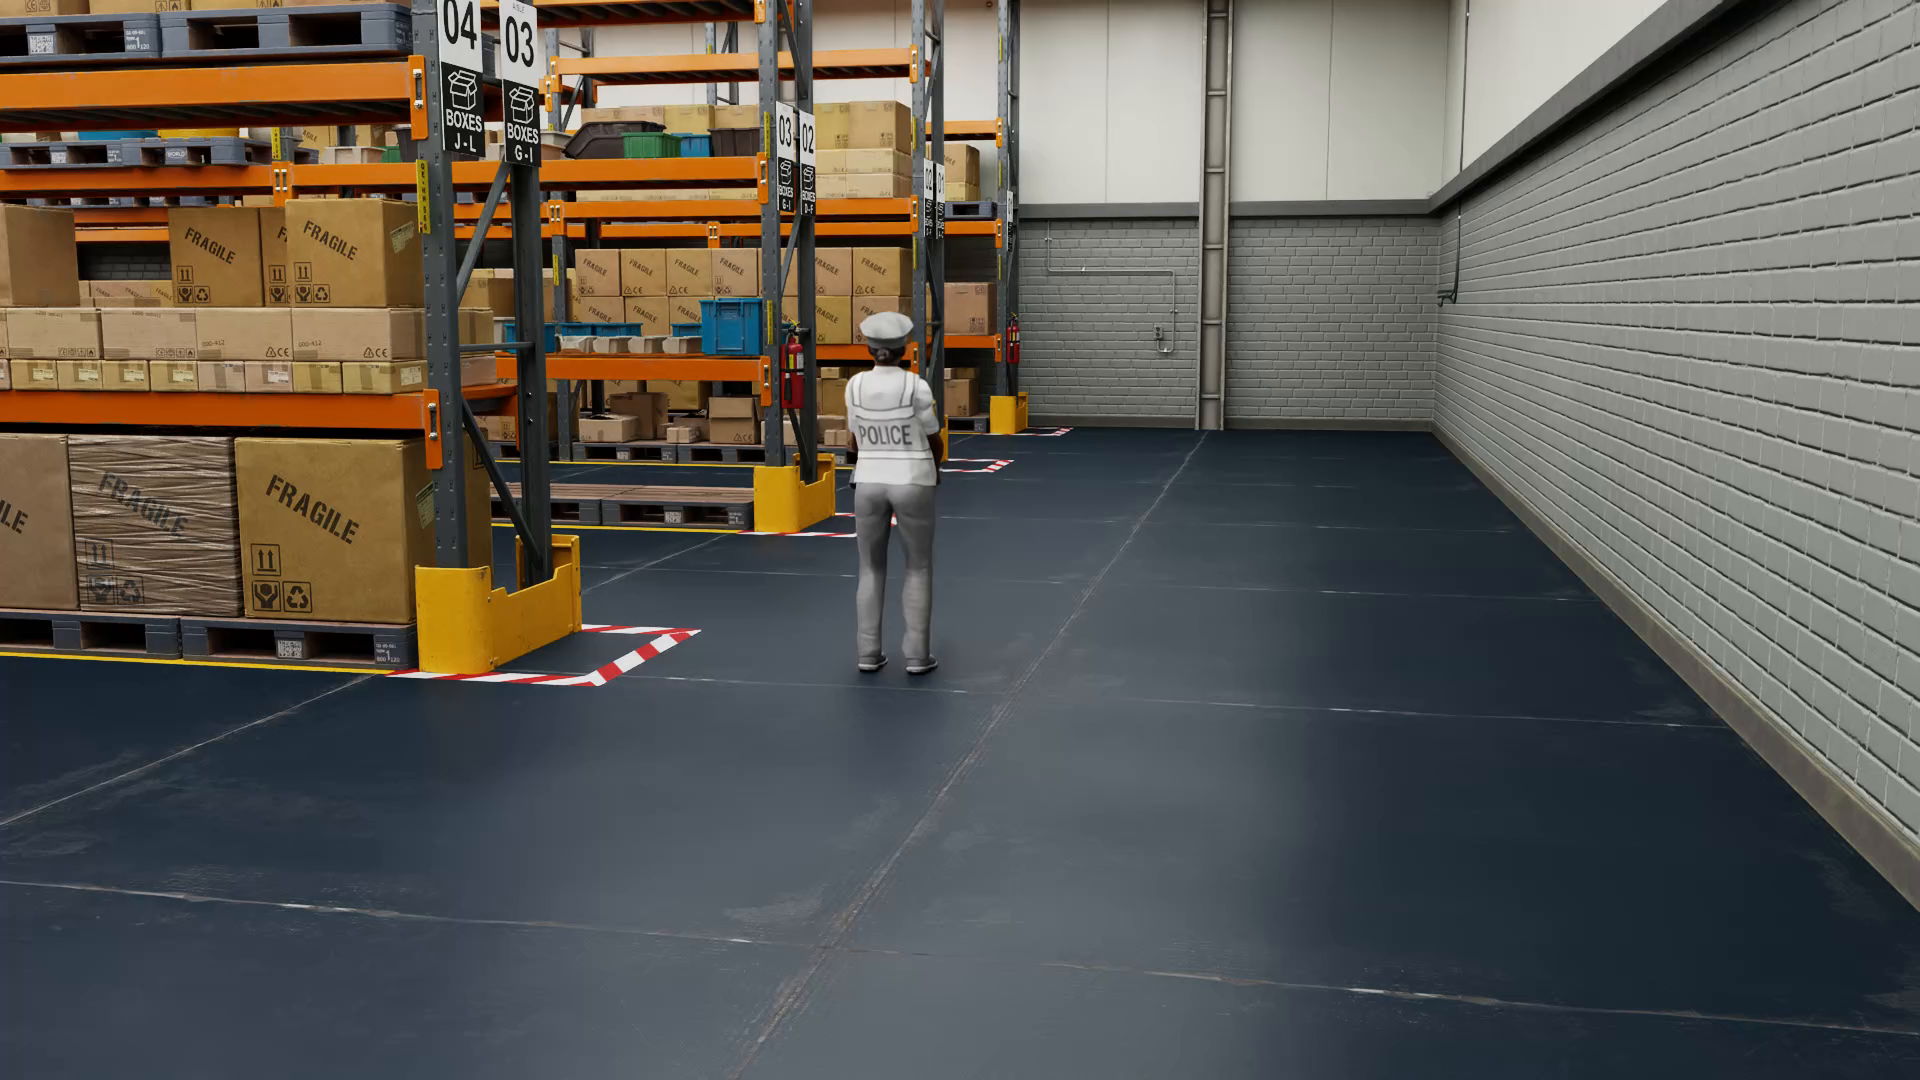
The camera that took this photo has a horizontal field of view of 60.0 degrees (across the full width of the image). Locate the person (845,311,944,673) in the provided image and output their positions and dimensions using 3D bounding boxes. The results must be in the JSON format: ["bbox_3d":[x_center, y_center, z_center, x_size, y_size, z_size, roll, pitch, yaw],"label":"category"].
[{"bbox_3d":[-0.289,-0.230,7.860,0.451,1.689,0.527,2,8,12],"label":"person"}]
